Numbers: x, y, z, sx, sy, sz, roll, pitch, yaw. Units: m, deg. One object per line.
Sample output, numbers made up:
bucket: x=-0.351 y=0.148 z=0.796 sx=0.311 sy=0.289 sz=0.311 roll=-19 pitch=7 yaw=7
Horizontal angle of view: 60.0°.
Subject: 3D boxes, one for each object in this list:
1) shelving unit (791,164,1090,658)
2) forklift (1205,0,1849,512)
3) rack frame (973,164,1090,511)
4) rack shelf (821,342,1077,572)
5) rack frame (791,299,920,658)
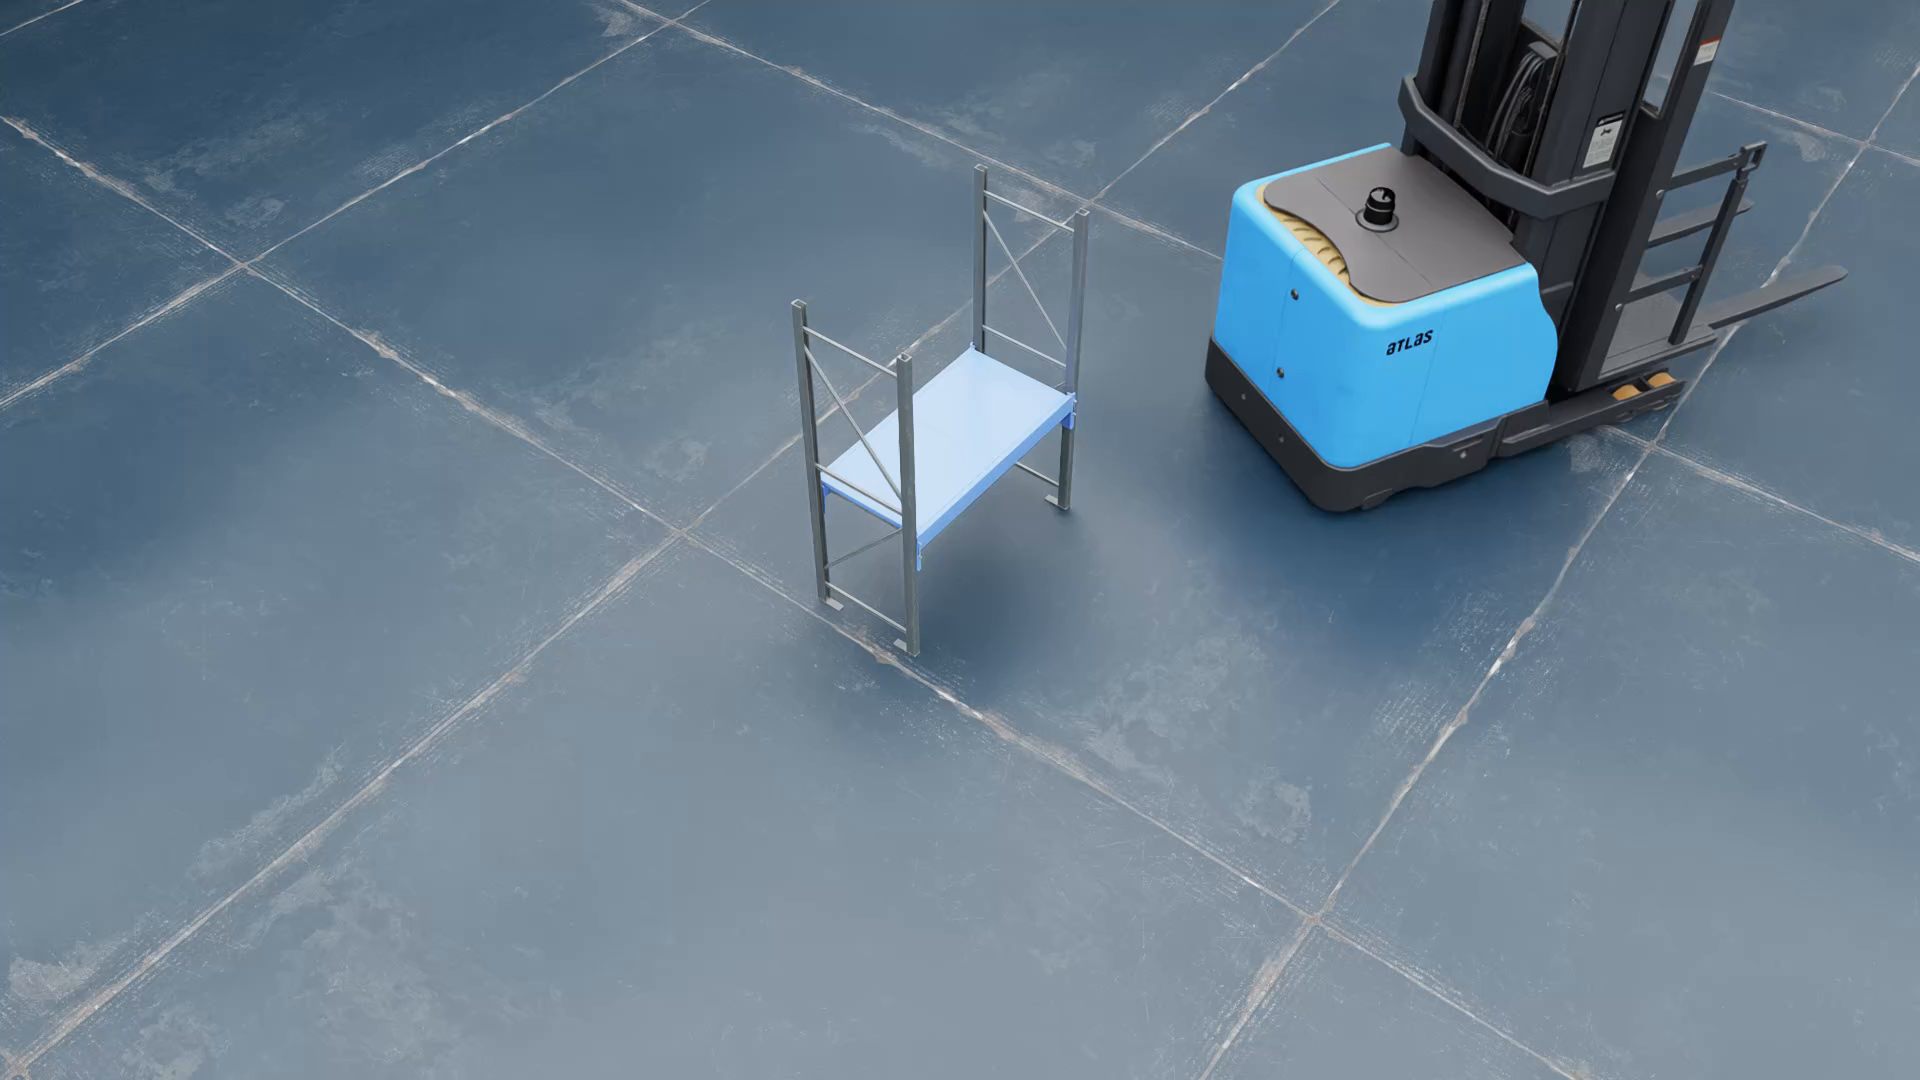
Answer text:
shelving unit: x=-0.052 y=-0.469 z=6.326 sx=0.538 sy=1.500 sz=1.048 roll=29 pitch=53 yaw=25
forklift: x=2.665 y=-1.865 z=6.669 sx=3.031 sy=2.935 sz=1.130 roll=-19 pitch=49 yaw=-17
rack frame: x=0.259 y=-0.760 z=6.604 sx=0.500 sy=1.500 sz=0.032 roll=29 pitch=53 yaw=25
rack shelf: x=-0.052 y=-0.345 z=6.456 sx=0.538 sy=0.185 sz=1.000 roll=29 pitch=53 yaw=25
rack frame: x=-0.363 y=-0.178 z=6.048 sx=0.500 sy=1.500 sz=0.032 roll=29 pitch=53 yaw=25
